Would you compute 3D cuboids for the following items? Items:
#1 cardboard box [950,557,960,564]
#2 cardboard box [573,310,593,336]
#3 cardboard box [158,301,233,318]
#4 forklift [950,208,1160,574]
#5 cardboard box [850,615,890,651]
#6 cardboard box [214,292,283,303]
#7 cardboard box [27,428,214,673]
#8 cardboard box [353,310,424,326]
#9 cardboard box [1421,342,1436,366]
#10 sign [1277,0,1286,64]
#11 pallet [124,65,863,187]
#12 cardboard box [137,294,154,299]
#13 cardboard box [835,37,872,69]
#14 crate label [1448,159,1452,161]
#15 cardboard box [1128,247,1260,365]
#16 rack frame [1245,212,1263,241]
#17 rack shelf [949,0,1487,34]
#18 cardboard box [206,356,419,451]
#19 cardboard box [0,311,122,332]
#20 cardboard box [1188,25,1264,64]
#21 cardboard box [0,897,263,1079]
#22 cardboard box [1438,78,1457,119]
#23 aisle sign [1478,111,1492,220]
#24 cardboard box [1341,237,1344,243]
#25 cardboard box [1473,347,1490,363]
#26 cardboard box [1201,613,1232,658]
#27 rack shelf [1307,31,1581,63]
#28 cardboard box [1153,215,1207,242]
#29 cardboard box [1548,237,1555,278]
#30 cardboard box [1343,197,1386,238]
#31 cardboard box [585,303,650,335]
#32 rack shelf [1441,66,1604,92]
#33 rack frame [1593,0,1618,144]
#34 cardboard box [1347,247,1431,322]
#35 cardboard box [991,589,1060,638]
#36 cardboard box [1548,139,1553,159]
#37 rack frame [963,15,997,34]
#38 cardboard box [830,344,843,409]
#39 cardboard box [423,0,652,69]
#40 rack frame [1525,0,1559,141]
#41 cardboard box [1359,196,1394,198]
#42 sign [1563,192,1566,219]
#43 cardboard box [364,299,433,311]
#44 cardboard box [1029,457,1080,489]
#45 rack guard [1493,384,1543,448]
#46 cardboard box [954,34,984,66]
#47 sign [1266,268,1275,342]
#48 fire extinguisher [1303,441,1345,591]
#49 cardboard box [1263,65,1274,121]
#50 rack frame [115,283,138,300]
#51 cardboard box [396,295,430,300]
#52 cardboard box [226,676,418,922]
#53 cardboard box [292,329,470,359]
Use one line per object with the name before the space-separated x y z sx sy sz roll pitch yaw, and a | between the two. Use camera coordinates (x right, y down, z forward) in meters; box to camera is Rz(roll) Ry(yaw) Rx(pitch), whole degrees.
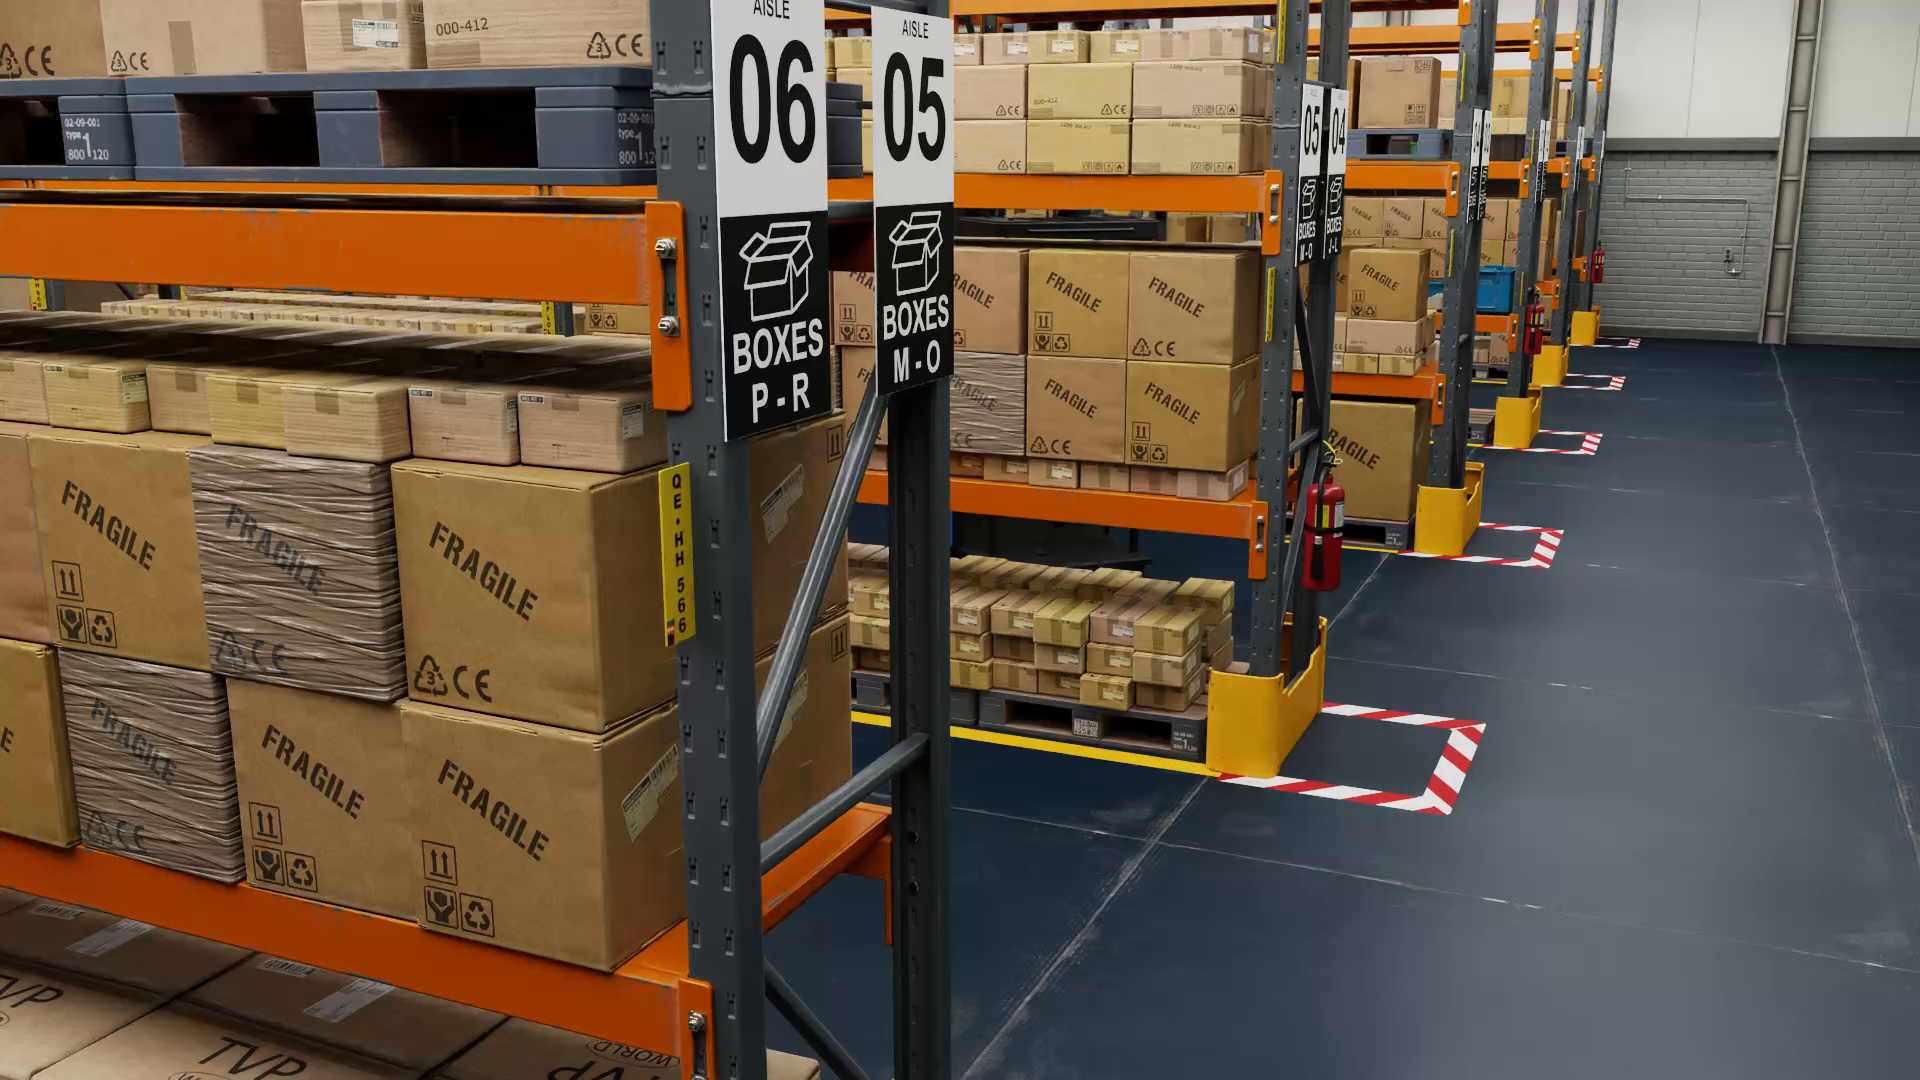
cardboard box | -0.188 0.204 9.339 0.250 0.149 0.380 6 14 23
cardboard box | -2.197 -1.324 10.160 0.250 0.149 0.380 7 15 26
cardboard box | -4.867 -1.431 10.614 0.250 0.149 0.380 6 14 23
forklift | 0.579 -1.022 10.694 1.130 2.935 3.031 -5 14 -19
cardboard box | -0.409 0.460 8.901 0.250 0.149 0.380 6 14 24
cardboard box | -4.818 -1.588 11.286 0.250 0.149 0.380 6 14 23
cardboard box | -1.757 -0.025 3.890 0.500 0.500 0.500 6 14 23
cardboard box | -3.415 -1.285 9.992 0.250 0.149 0.380 5 14 21
cardboard box | 3.544 -1.456 12.943 0.250 0.149 0.380 6 14 24
sign | 1.391 -2.227 7.175 0.005 0.325 0.100 6 14 23
pallet | -0.961 -0.890 3.610 1.213 0.211 1.003 6 14 23
cardboard box | -8.430 -2.534 17.539 0.250 0.149 0.380 6 14 23
cardboard box | -0.429 -2.414 8.271 0.250 0.149 0.380 5 14 22
crate label | 5.029 -4.052 17.215 0.502 0.251 0.408 6 14 23
cardboard box | 1.115 -1.120 7.905 0.500 0.500 0.500 5 14 22
rack frame | 4.094 -3.915 22.874 0.127 3.000 1.000 6 14 23
rack shelf | 1.906 -4.037 12.711 4.000 0.370 1.077 6 14 23
cardboard box | -1.414 -0.306 3.664 0.250 0.149 0.380 6 15 25
cardboard box | -2.622 -0.558 4.740 0.250 0.149 0.380 6 14 23
cardboard box | 1.211 -2.244 7.547 0.250 0.149 0.380 6 14 23
cardboard box | -2.587 1.430 4.786 0.875 0.438 0.875 5 14 22
cardboard box | 6.351 -5.673 21.391 0.500 0.500 0.700 6 14 23
aisle sign | 3.922 -2.798 12.422 0.004 0.787 0.394 6 14 23
cardboard box | 4.919 -3.813 22.220 0.500 0.500 0.500 6 15 24
cardboard box | 6.820 -2.435 21.805 0.250 0.166 0.380 6 14 23
cardboard box | 1.259 0.487 8.784 0.250 0.149 0.380 6 15 26
rack shelf | 5.922 -6.299 21.483 4.000 0.370 1.077 6 14 23
cardboard box | 3.097 -4.309 23.415 0.500 0.500 0.700 8 16 32
cardboard box | 7.452 -3.690 21.695 0.500 0.500 0.500 6 15 24
cardboard box | 5.352 -4.253 21.906 0.500 0.500 0.500 5 14 22
cardboard box | -1.710 -1.407 9.128 0.500 0.500 0.500 6 15 25
rack shelf | 7.925 -7.141 25.939 4.000 0.370 1.077 6 14 23
rack frame | 9.754 -7.501 25.022 0.127 3.000 1.000 6 14 23
cardboard box | 3.183 -1.903 12.336 0.500 0.500 0.500 6 14 24
cardboard box | 0.341 0.378 8.596 0.250 0.149 0.380 5 14 21
cardboard box | 7.174 -4.925 20.939 0.500 0.250 0.500 6 14 23
rack frame | 0.078 -4.767 13.372 0.127 3.000 1.000 6 14 23
cardboard box | -0.772 -0.816 8.798 0.500 0.500 0.500 5 14 22
cardboard box | -0.727 -1.070 3.372 0.500 0.250 0.500 4 14 18
rack frame | 5.741 -5.431 16.204 0.127 3.000 1.000 6 14 23
cardboard box | 5.591 -4.364 22.381 0.500 0.500 0.500 6 14 24
sign | 7.508 -4.149 20.642 0.005 0.325 0.100 6 14 23
cardboard box | -3.628 -1.468 10.772 0.250 0.149 0.380 6 15 25
cardboard box | 0.531 -0.368 8.308 0.250 0.149 0.380 6 15 25
rack guard | 5.768 -1.294 17.177 0.348 0.500 1.175 6 14 23
cardboard box | 0.053 -2.369 8.080 0.250 0.149 0.380 6 15 24
sign | 1.391 -1.053 7.451 0.005 0.325 0.100 6 14 23
fire extinguisher | 1.677 -0.111 7.646 0.183 0.674 0.296 6 14 23
cardboard box | 1.328 -2.176 8.131 0.500 0.250 0.500 6 14 24
rack frame | -5.679 -1.191 11.263 0.053 2.616 0.949 6 14 23
cardboard box | -5.213 -2.453 16.020 0.258 0.266 0.396 5 14 22
cardboard box | -1.280 0.506 3.814 0.500 0.500 0.500 5 14 22
cardboard box | -1.460 -0.440 4.235 0.250 0.149 0.380 6 14 24
